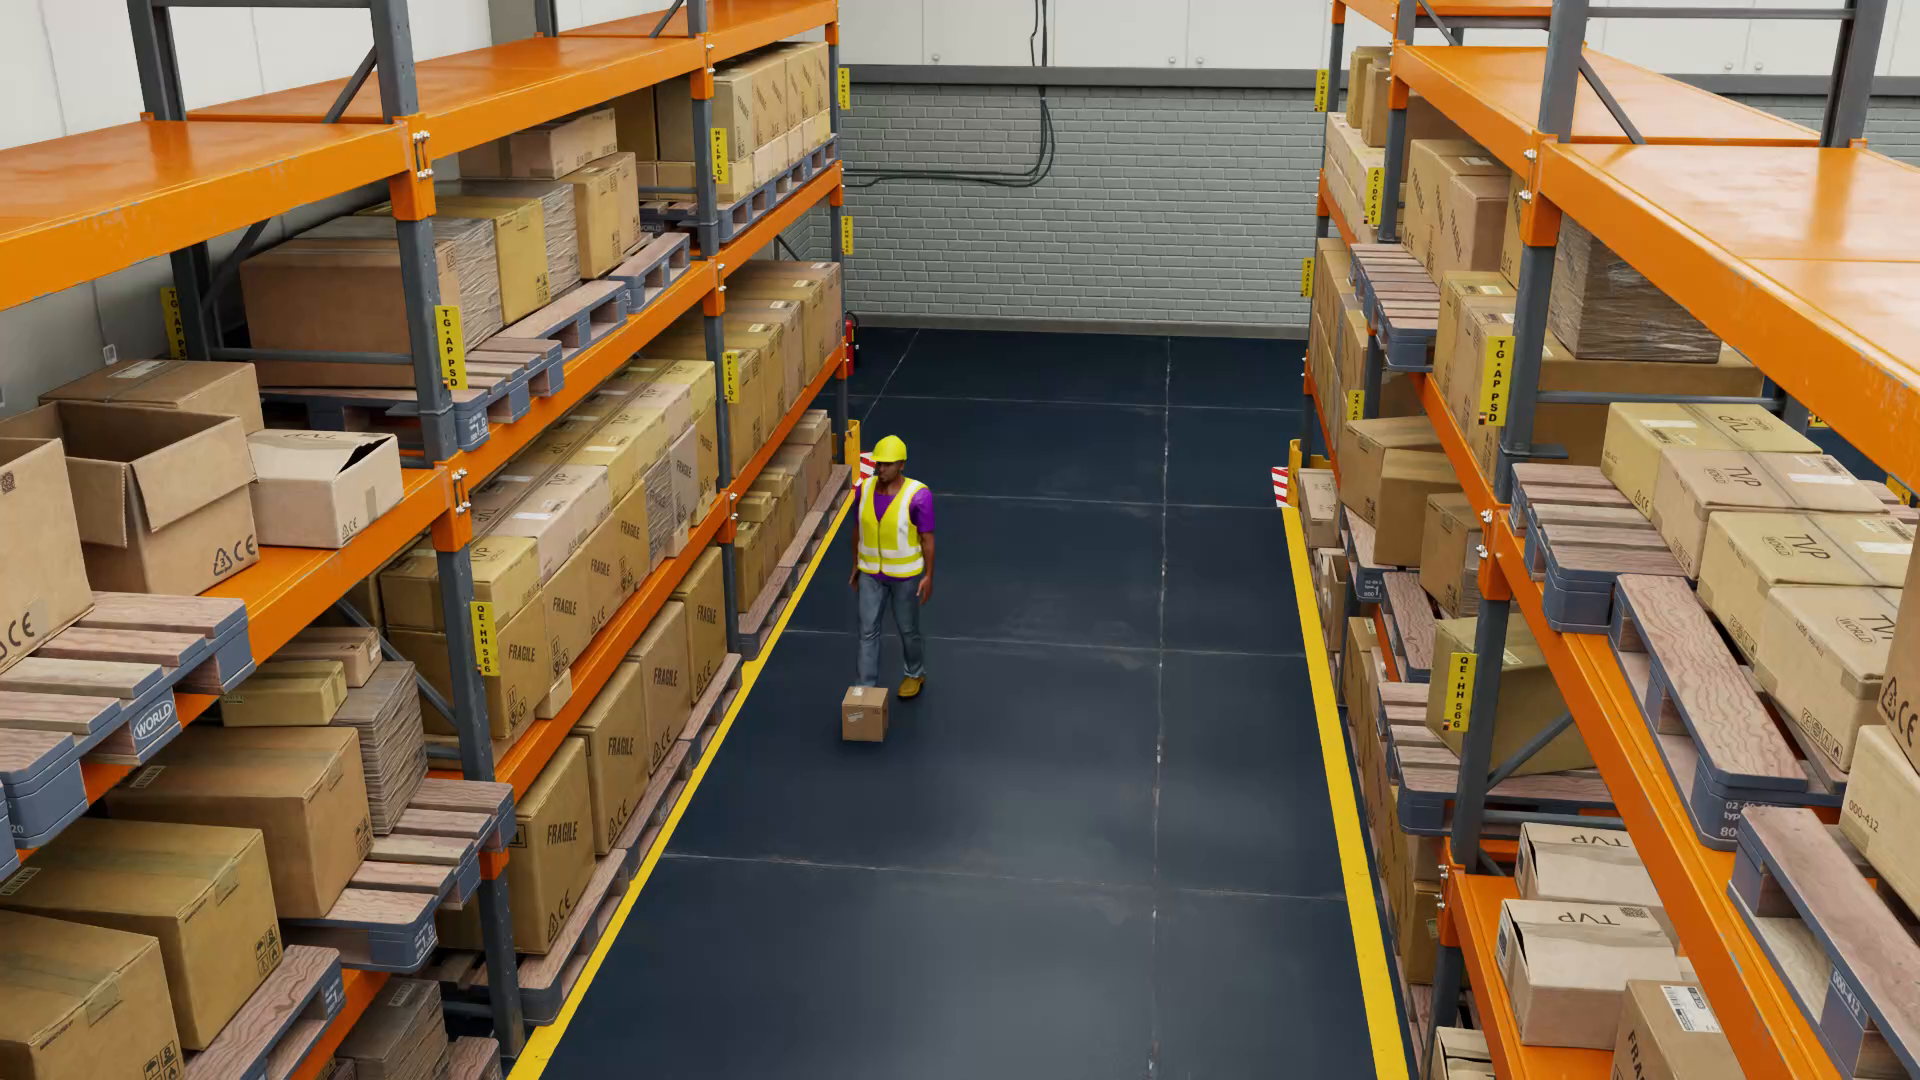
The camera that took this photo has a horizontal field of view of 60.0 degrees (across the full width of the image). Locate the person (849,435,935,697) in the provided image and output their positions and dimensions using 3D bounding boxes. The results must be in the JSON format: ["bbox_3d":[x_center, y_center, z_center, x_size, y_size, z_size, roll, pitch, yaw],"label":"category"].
[{"bbox_3d":[-0.469,0.229,10.447,0.585,1.763,0.732,7,22,19],"label":"person"}]
